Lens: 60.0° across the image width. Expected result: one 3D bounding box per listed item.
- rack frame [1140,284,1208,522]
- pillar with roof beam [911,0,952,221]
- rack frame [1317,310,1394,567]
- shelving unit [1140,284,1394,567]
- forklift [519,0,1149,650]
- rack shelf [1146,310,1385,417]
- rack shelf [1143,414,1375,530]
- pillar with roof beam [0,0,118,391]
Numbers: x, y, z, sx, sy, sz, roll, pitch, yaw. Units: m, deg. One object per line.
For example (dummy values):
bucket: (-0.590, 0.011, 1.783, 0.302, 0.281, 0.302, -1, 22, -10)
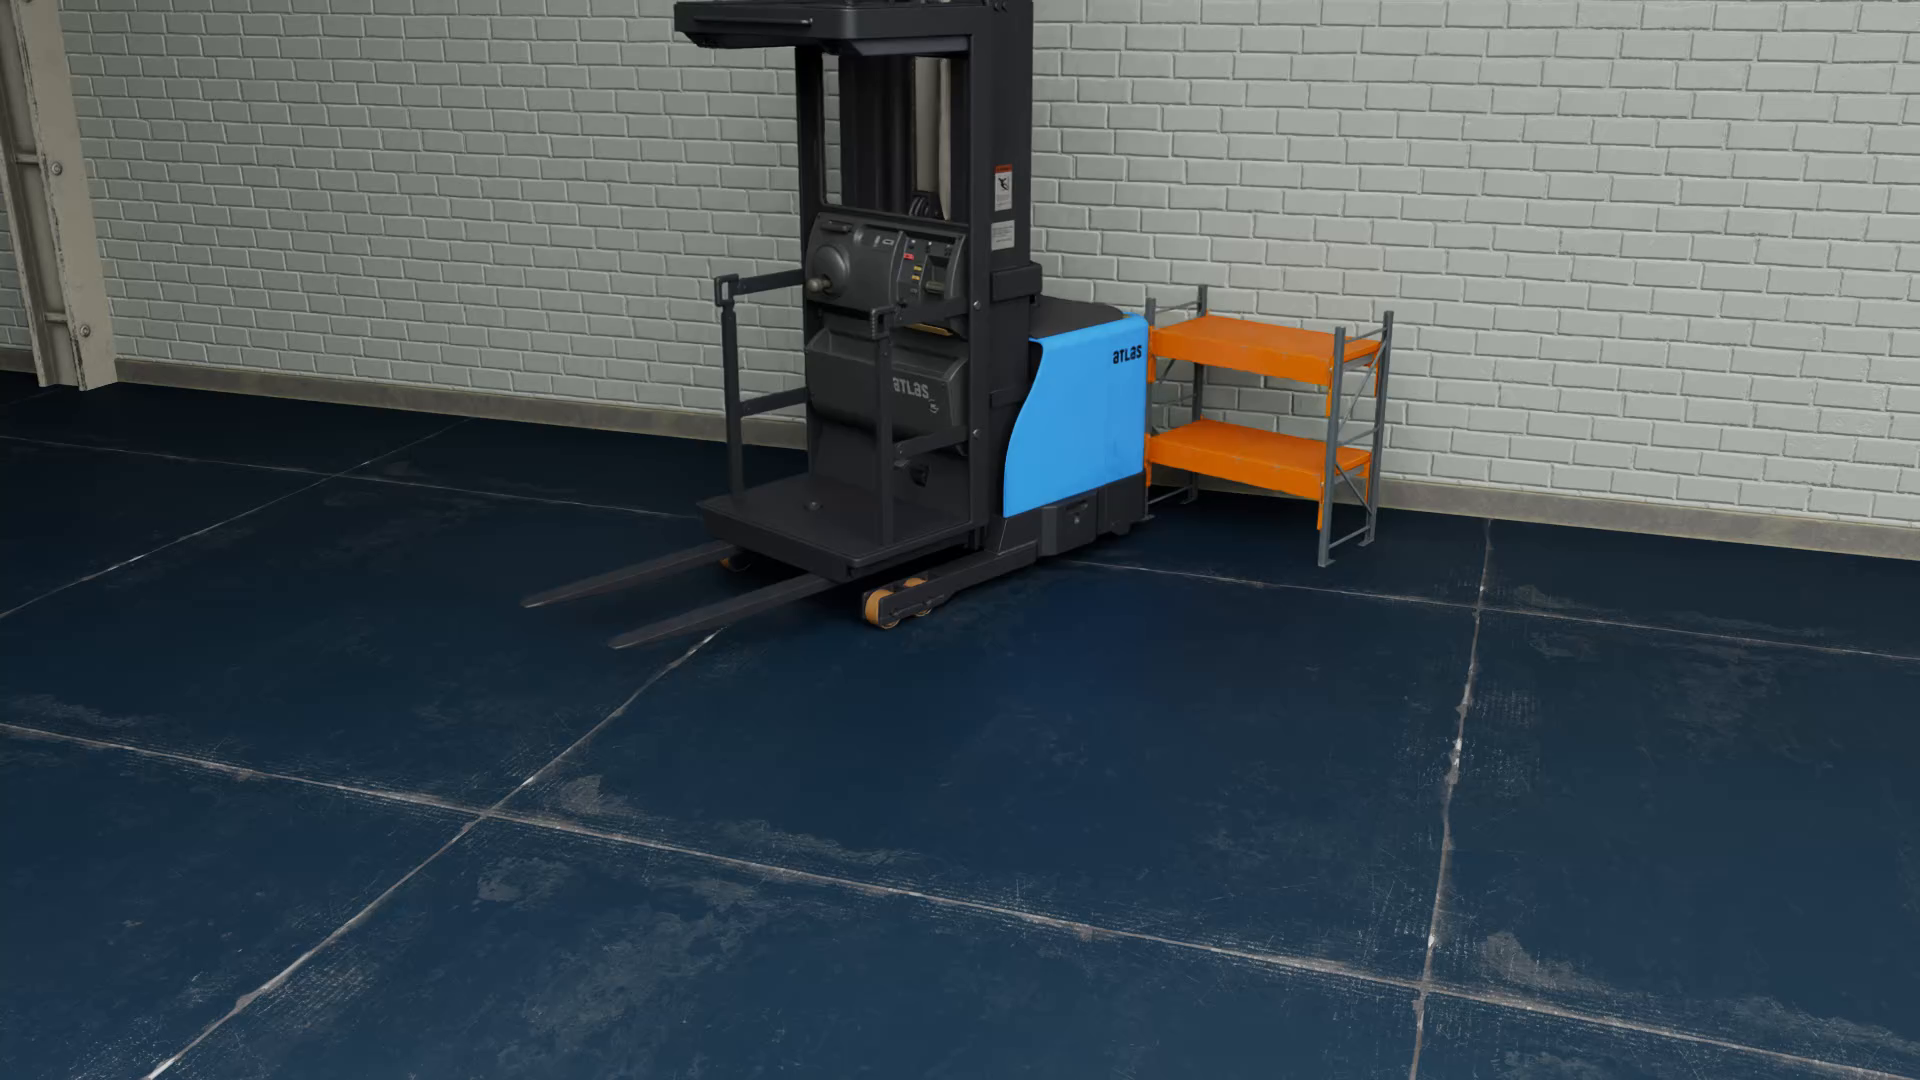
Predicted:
rack frame: (1.067, -0.688, 8.342, 0.032, 1.125, 0.500, 16, 25, 38)
pillar with roof beam: (-1.602, -3.307, 3.892, 0.400, 9.000, 9.100, 7, 20, 18)
rack frame: (1.835, -0.469, 7.714, 0.032, 1.125, 0.500, 16, 25, 38)
shelving unit: (1.451, -0.579, 8.028, 1.048, 1.125, 0.538, 16, 25, 38)
forklift: (-0.478, -1.199, 7.064, 1.130, 2.935, 3.031, 18, 26, 41)
rack shelf: (1.451, -0.855, 7.932, 1.000, 0.278, 0.538, 16, 25, 38)
rack shelf: (1.451, -0.348, 8.108, 1.000, 0.278, 0.538, 16, 25, 38)
pillar with roof beam: (-7.270, -3.955, 5.752, 0.400, 9.000, 9.100, 7, 20, 18)
